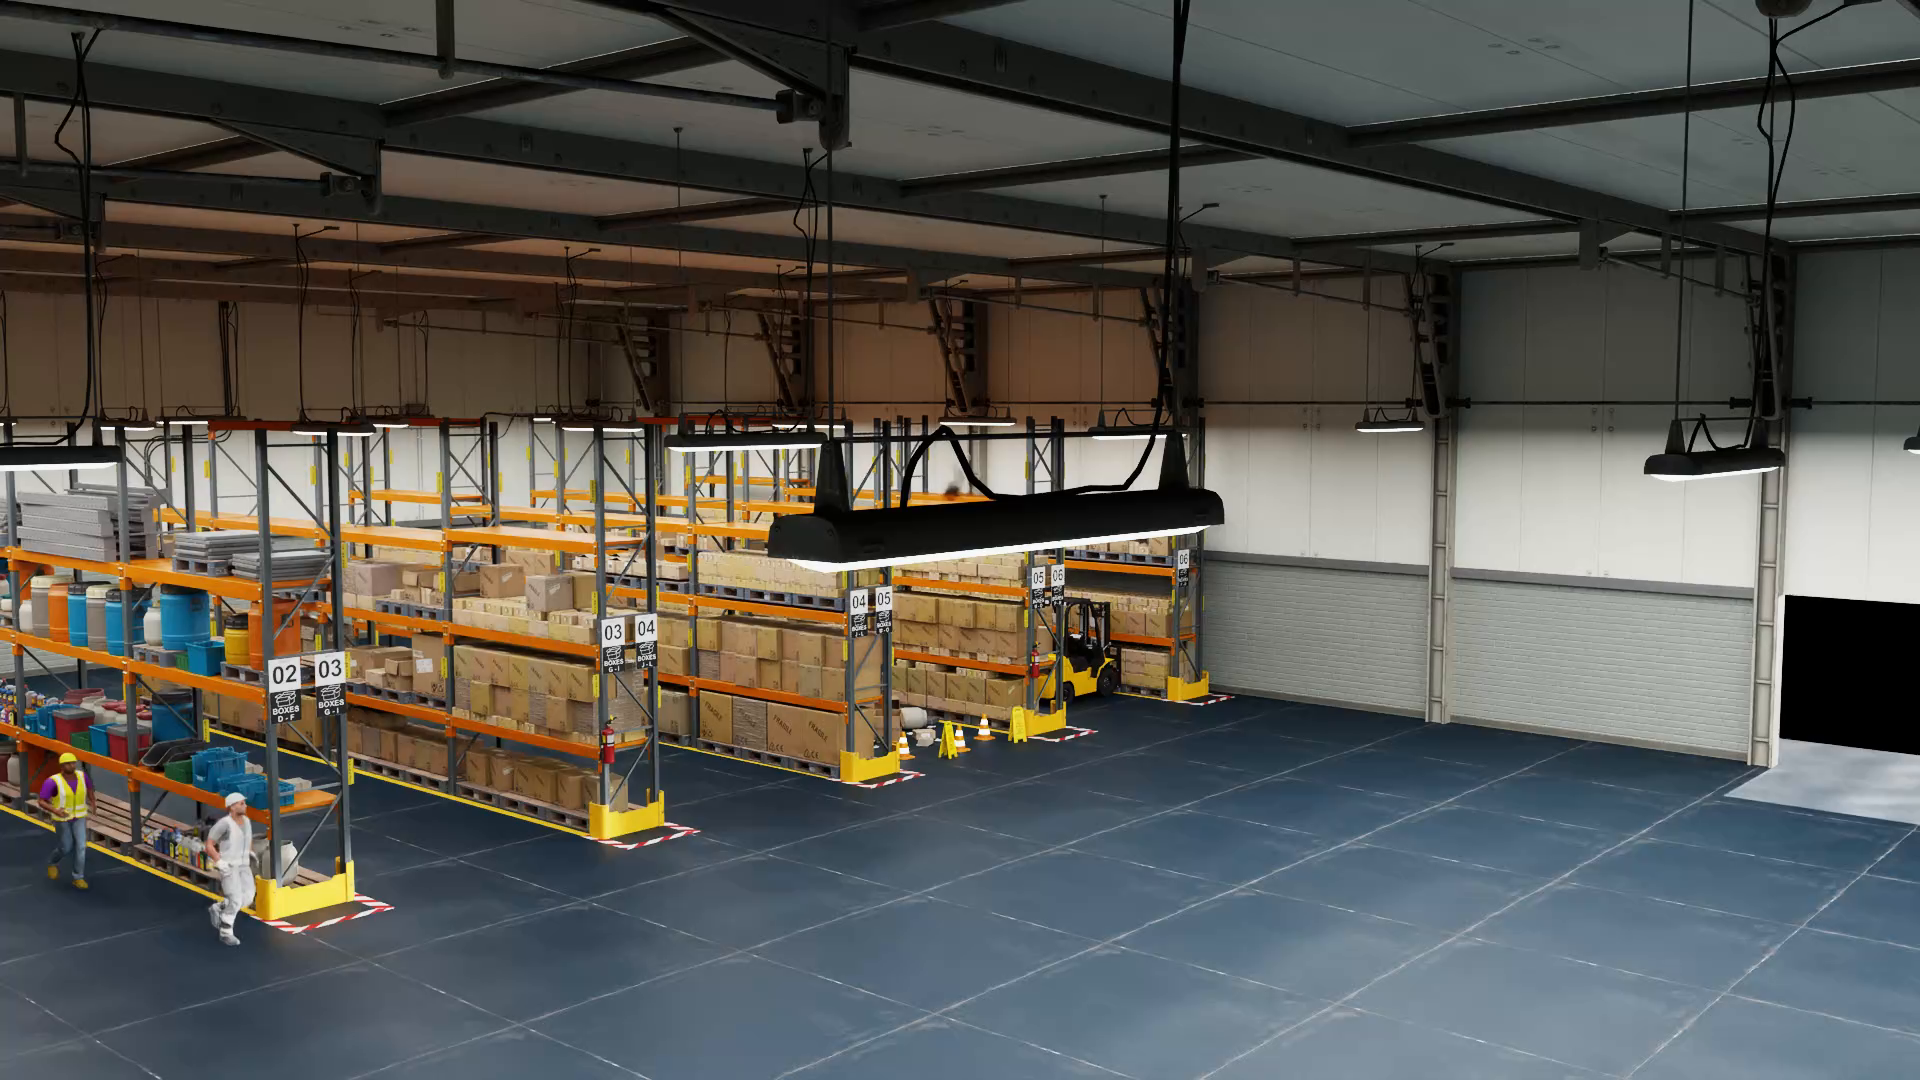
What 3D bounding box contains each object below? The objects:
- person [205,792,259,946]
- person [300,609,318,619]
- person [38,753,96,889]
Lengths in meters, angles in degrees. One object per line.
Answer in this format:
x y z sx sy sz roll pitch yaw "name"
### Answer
-8.611 3.848 19.643 0.576 1.732 0.712 2 5 18 "person"
-14.850 2.321 37.557 0.731 1.767 0.910 1 5 7 "person"
-11.675 3.650 21.783 0.800 1.767 0.725 4 6 38 "person"
